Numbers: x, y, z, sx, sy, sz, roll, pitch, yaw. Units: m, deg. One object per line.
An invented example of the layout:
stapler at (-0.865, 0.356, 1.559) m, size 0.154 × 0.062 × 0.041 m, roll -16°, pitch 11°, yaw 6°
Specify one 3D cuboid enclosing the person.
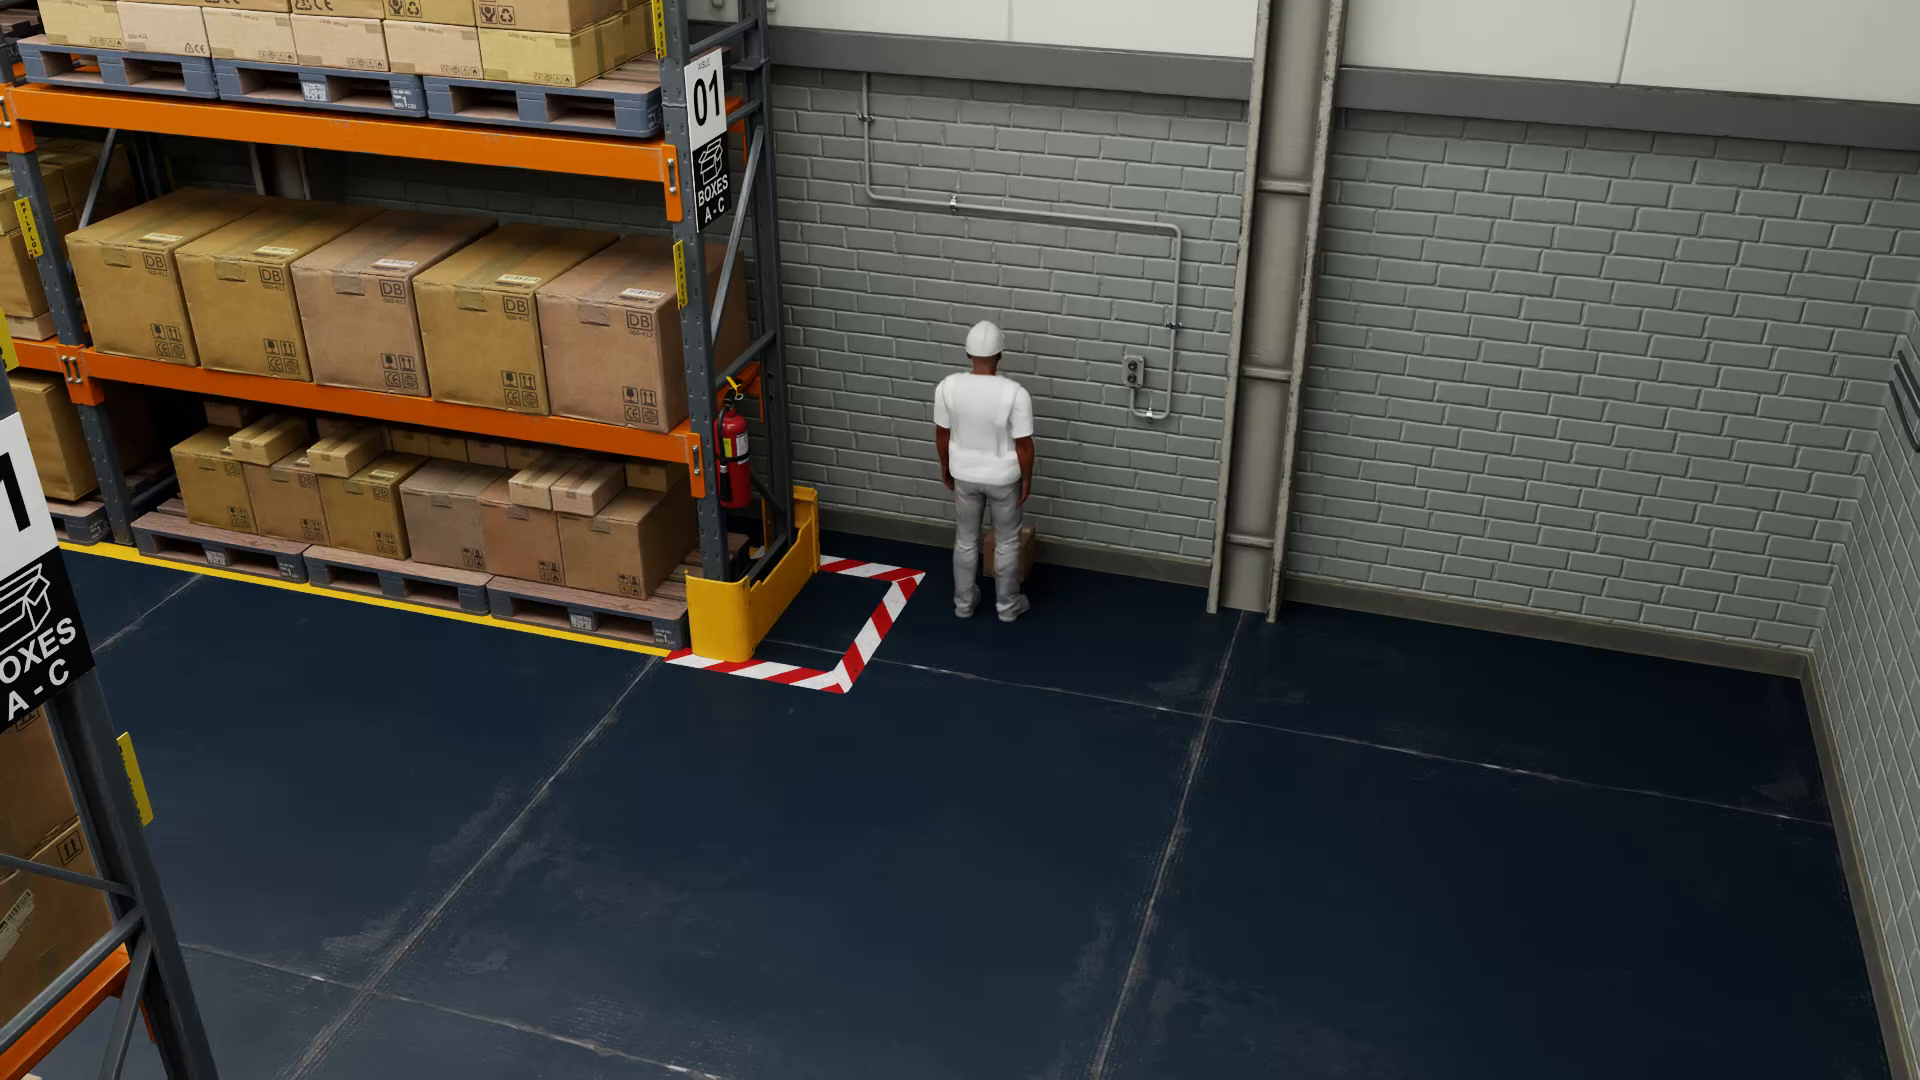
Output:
person at (0.143, -0.370, 9.161) m, size 0.562 × 1.777 × 0.379 m, roll 9°, pitch 30°, yaw 16°
